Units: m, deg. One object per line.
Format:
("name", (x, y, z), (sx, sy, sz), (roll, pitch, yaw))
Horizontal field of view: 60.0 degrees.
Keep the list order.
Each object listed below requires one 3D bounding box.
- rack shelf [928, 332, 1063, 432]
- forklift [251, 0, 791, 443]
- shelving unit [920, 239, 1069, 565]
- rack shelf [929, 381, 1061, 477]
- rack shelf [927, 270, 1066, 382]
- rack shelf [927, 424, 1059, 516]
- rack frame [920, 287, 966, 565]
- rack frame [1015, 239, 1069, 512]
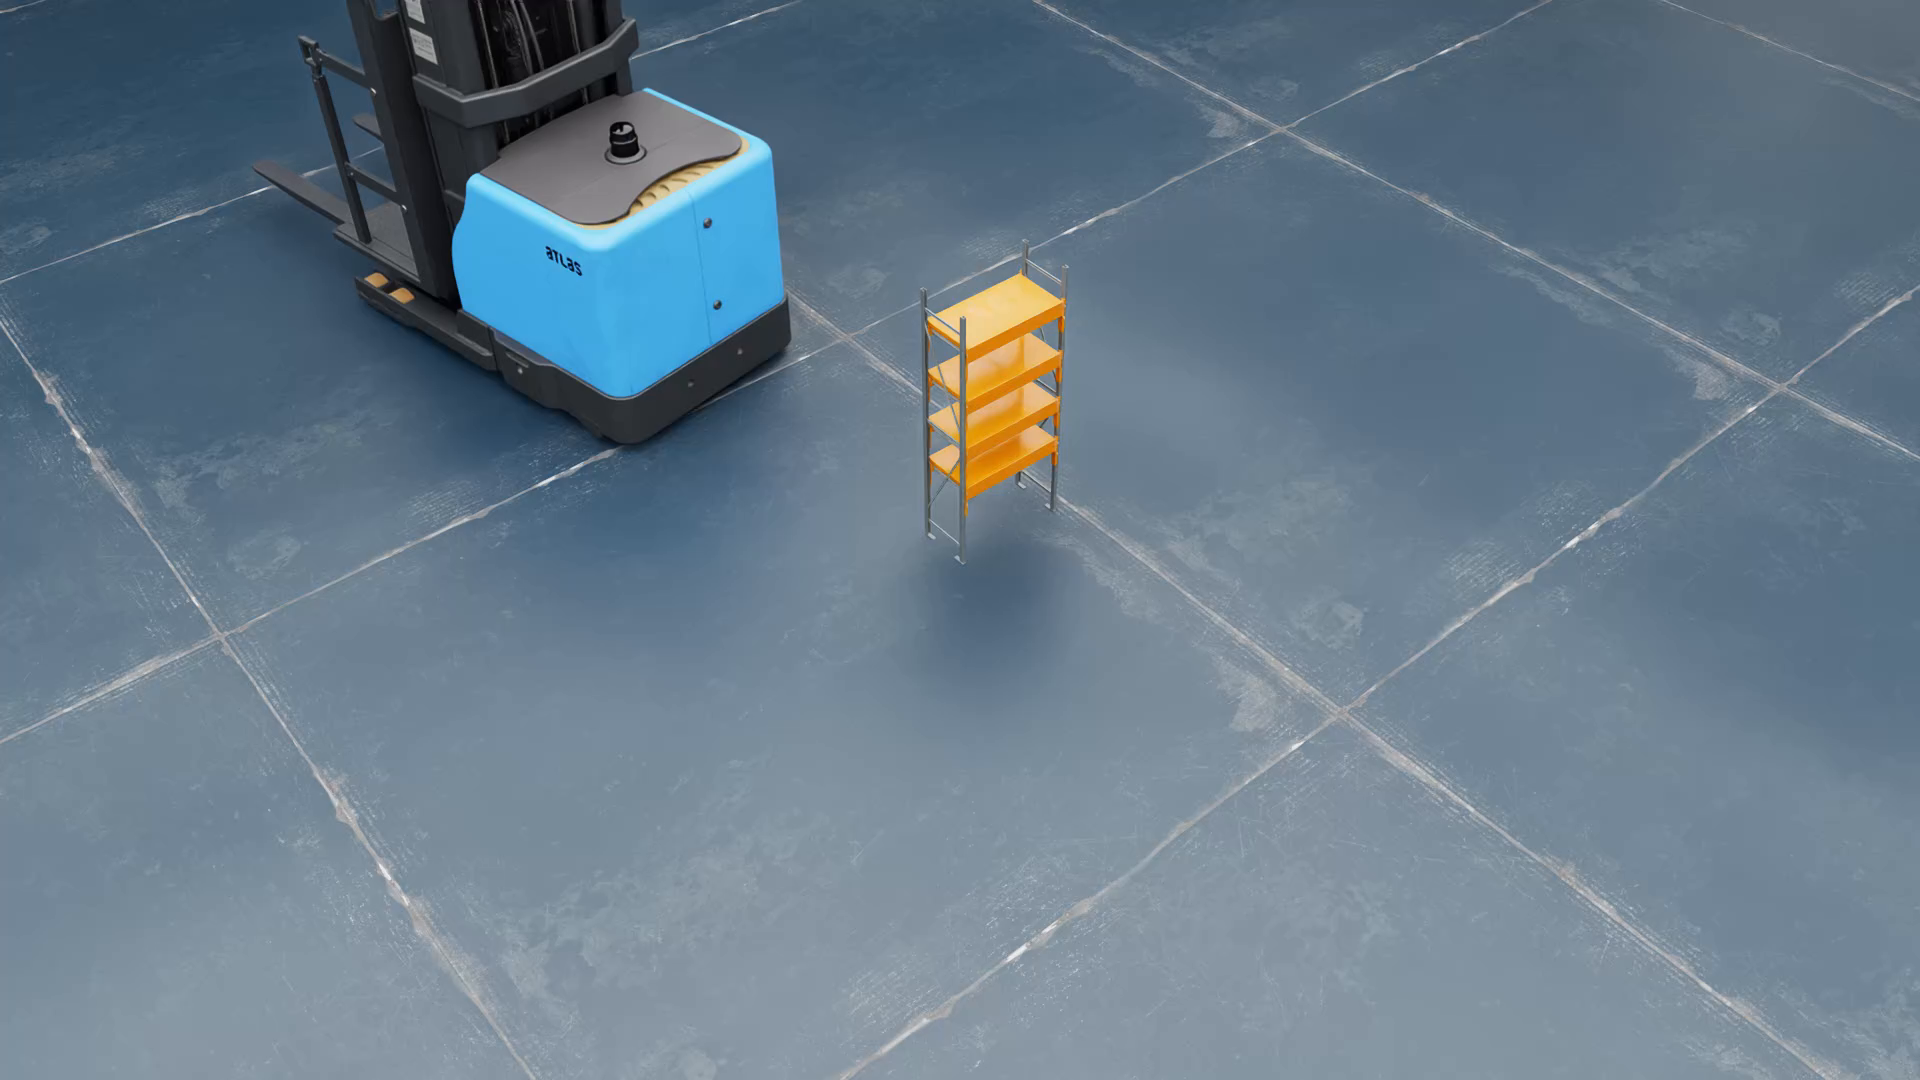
("rack shelf", (0.127, -0.624, 6.310), (0.480, 0.148, 0.258), (-30, 51, -28))
("forklift", (-2.230, -2.334, 7.094), (3.031, 2.935, 1.130), (30, 51, 28))
("shelving unit", (0.127, -0.510, 6.417), (0.503, 1.200, 0.258), (-30, 51, -28))
("rack shelf", (0.127, -0.461, 6.463), (0.480, 0.148, 0.258), (-30, 51, -28))
("rack shelf", (0.127, -0.796, 6.148), (0.480, 0.148, 0.258), (-30, 51, -28))
("rack shelf", (0.127, -0.316, 6.599), (0.480, 0.148, 0.258), (-30, 51, -28))
("rack frame", (-0.060, -0.403, 6.303), (0.015, 1.200, 0.240), (-30, 51, -28))
("rack frame", (0.314, -0.617, 6.531), (0.015, 1.200, 0.240), (-30, 51, -28))
